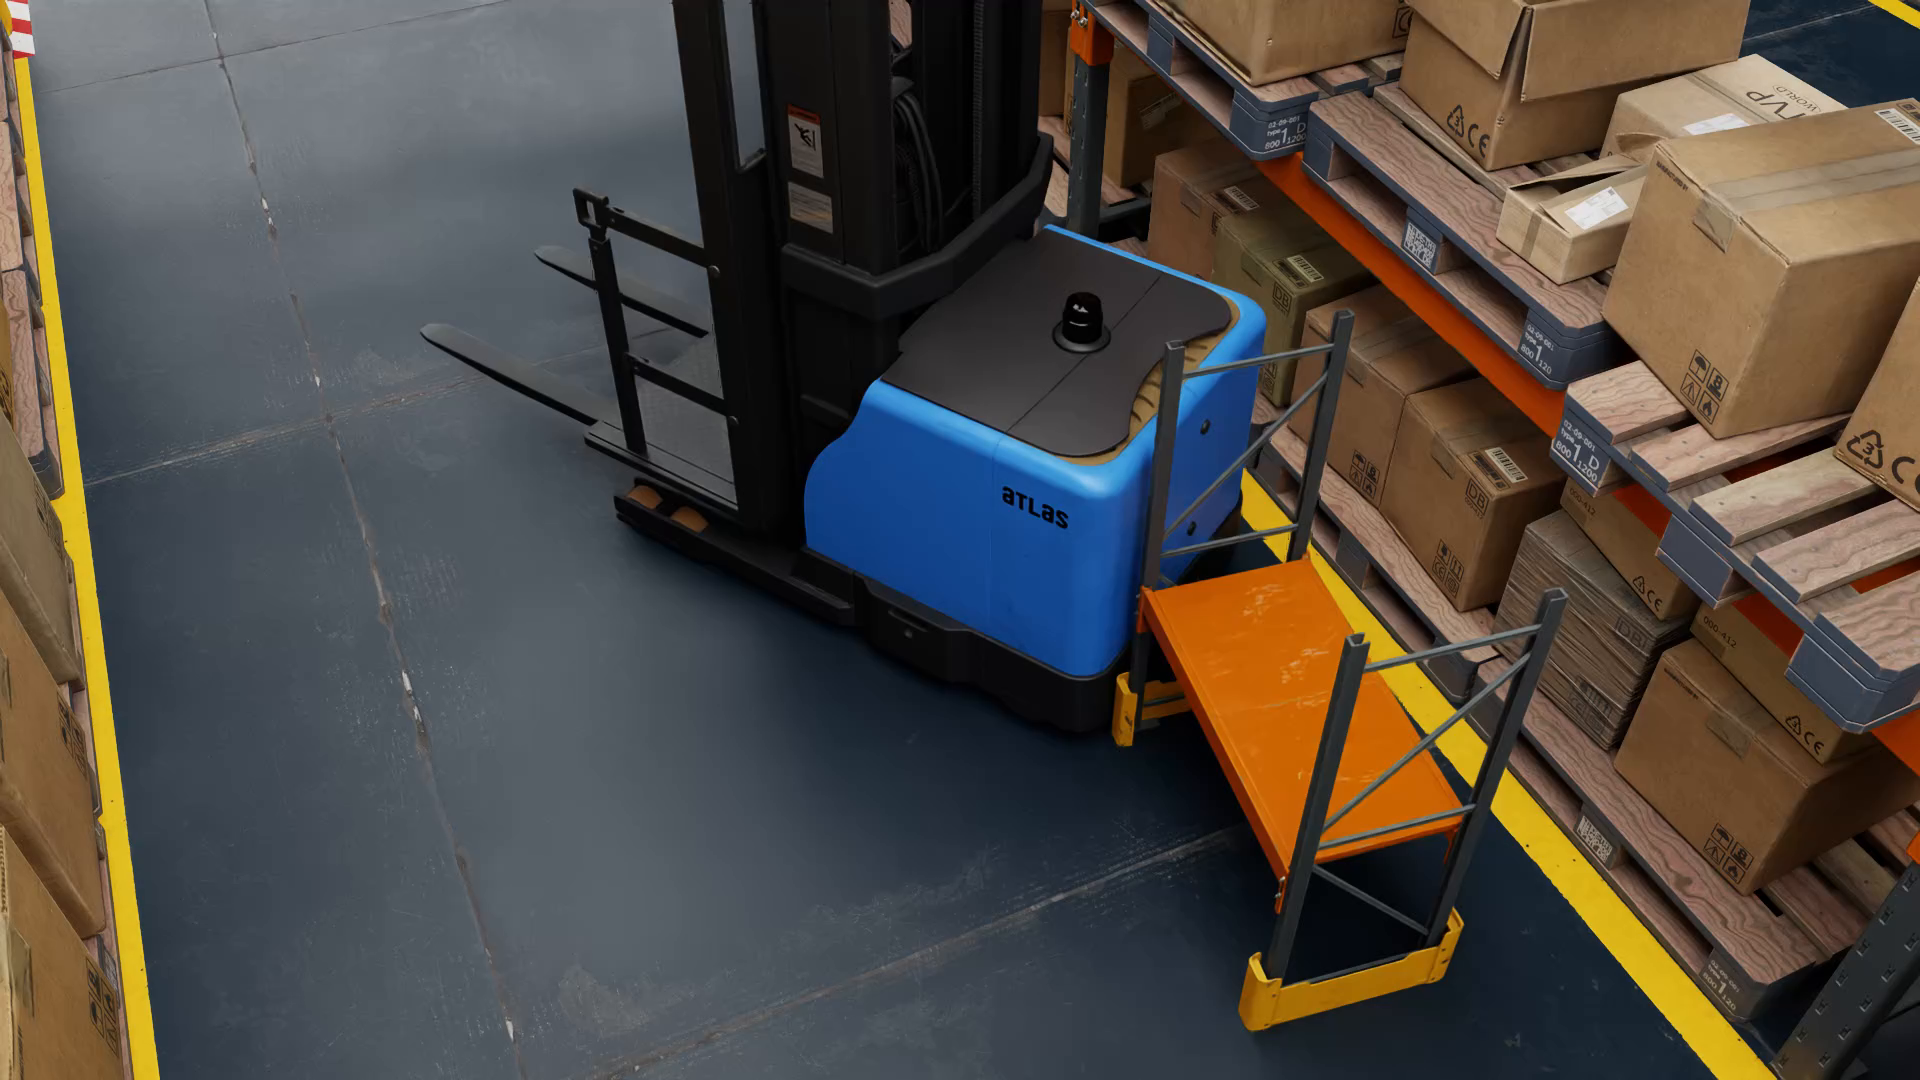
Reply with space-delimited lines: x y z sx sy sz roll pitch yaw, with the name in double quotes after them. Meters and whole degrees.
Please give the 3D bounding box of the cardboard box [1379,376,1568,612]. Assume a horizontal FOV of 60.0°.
1.804 -0.196 5.279 0.700 0.500 0.500 -14 46 -14 "cardboard box"

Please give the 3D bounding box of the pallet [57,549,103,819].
-3.238 0.515 5.078 1.003 0.211 1.213 -18 47 -17 "pallet"

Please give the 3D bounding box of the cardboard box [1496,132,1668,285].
1.648 -0.883 4.306 0.396 0.266 0.258 -19 48 -19 "cardboard box"

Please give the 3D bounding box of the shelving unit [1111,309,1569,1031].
0.896 0.356 4.322 0.587 1.500 1.083 -12 46 -11 "shelving unit"

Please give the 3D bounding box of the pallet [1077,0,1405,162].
1.101 -1.750 5.524 1.003 0.211 1.213 -18 47 -17 "pallet"

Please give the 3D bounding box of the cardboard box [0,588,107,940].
-2.886 0.689 4.219 1.050 0.750 0.750 -18 47 -17 "cardboard box"

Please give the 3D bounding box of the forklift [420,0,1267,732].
-0.581 -1.275 4.955 3.031 2.935 1.130 25 50 23 "forklift"

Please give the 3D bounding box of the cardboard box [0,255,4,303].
-4.214 -1.335 6.181 0.875 0.875 0.875 -18 47 -17 "cardboard box"

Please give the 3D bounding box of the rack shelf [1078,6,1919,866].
1.753 -0.817 4.955 1.077 0.370 4.000 -18 47 -17 "rack shelf"

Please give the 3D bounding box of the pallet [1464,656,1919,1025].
2.267 0.695 4.895 1.003 0.211 1.213 -18 47 -17 "pallet"

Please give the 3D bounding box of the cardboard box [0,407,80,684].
-3.288 0.073 4.843 1.050 0.750 0.750 -18 47 -18 "cardboard box"

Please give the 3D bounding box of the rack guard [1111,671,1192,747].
0.757 0.465 5.101 0.587 0.250 0.087 -12 46 -11 "rack guard"

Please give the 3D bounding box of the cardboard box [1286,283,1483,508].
1.570 -0.551 5.639 0.700 0.500 0.500 -22 49 -21 "cardboard box"

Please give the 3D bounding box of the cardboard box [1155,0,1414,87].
1.119 -2.163 5.081 1.000 1.000 1.000 -18 47 -17 "cardboard box"

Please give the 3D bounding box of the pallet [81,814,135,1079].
-2.721 1.293 4.289 1.003 0.211 1.213 -18 47 -17 "pallet"

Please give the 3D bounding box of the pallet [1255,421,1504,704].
1.758 -0.081 5.682 1.003 0.211 1.213 -18 47 -17 "pallet"

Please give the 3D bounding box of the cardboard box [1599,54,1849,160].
2.098 -1.031 4.467 0.500 0.250 0.500 -19 48 -19 "cardboard box"

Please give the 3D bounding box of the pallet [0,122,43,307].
-4.396 -1.241 6.858 1.003 0.211 1.213 -18 47 -17 "pallet"

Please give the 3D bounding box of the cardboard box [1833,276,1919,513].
2.330 -0.316 3.565 0.500 0.500 0.500 -24 49 -22 "cardboard box"

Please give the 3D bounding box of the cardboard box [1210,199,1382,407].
1.334 -0.907 6.001 0.700 0.500 0.500 -18 47 -18 "cardboard box"

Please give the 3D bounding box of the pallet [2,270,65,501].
-3.880 -0.462 6.068 1.003 0.211 1.213 -18 47 -17 "pallet"

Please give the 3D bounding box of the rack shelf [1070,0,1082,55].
0.071 -3.366 7.538 1.077 0.370 4.000 -18 47 -17 "rack shelf"

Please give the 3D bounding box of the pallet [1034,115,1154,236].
0.597 -1.773 7.396 1.003 0.211 1.213 -18 47 -17 "pallet"

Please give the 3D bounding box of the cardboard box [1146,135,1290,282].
1.151 -1.217 6.314 0.700 0.500 0.500 -22 49 -20 "cardboard box"

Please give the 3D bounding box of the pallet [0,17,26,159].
-4.905 -2.017 7.644 1.003 0.211 1.213 -18 47 -17 "pallet"

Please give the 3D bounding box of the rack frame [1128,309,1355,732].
0.752 0.007 4.675 0.500 1.500 0.032 -12 46 -11 "rack frame"

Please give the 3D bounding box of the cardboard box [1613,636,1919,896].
2.294 0.513 4.561 0.700 0.500 0.500 -20 48 -19 "cardboard box"

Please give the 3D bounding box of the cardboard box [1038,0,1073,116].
0.532 -2.237 7.362 0.500 0.500 0.500 -5 45 -5 "cardboard box"

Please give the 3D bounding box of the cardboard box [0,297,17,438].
-3.832 -0.762 5.600 0.875 0.875 0.875 -17 47 -17 "cardboard box"

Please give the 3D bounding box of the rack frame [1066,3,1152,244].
0.912 -2.348 5.994 1.000 3.000 0.127 -18 47 -17 "rack frame"

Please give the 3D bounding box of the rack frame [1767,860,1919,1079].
2.594 0.201 3.410 1.000 3.000 0.127 -18 47 -17 "rack frame"

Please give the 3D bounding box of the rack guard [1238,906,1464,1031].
1.036 1.136 4.420 0.587 0.250 0.087 -12 46 -11 "rack guard"

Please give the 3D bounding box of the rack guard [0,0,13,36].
-5.323 -2.622 8.051 1.175 0.500 0.348 -18 47 -17 "rack guard"

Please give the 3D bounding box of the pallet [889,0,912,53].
0.081 -2.551 8.185 1.003 0.211 1.213 -18 47 -17 "pallet"

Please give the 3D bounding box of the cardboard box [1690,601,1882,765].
2.285 0.249 4.294 0.500 0.250 0.500 -16 47 -16 "cardboard box"

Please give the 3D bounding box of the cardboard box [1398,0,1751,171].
1.725 -1.457 4.718 0.797 0.503 0.637 -14 46 -13 "cardboard box"

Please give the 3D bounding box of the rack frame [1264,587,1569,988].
1.036 0.692 3.981 0.500 1.500 0.032 -12 46 -11 "rack frame"

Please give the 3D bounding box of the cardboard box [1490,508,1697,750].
2.049 0.164 4.915 0.700 0.500 0.500 -22 49 -21 "cardboard box"

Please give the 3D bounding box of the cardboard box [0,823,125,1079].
-2.494 1.282 3.618 1.050 0.750 0.750 -17 47 -17 "cardboard box"

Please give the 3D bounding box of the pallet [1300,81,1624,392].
1.724 -0.980 4.744 1.003 0.211 1.213 -18 47 -17 "pallet"

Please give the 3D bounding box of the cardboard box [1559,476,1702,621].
2.053 -0.086 4.634 0.500 0.250 0.500 -13 46 -13 "cardboard box"

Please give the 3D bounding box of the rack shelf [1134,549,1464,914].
0.894 0.477 4.454 0.538 0.185 1.000 -12 46 -11 "rack shelf"

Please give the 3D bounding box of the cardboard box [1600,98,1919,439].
2.005 -0.642 3.895 0.700 0.500 0.500 -12 46 -12 "cardboard box"

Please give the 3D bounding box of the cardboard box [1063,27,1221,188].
0.780 -1.874 6.995 0.500 0.500 0.500 -19 48 -19 "cardboard box"

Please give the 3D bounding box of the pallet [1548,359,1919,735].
2.198 -0.153 3.906 1.213 0.211 1.003 -18 47 -17 "pallet"

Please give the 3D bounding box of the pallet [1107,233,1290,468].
1.241 -0.859 6.471 1.003 0.211 1.213 -18 47 -17 "pallet"
